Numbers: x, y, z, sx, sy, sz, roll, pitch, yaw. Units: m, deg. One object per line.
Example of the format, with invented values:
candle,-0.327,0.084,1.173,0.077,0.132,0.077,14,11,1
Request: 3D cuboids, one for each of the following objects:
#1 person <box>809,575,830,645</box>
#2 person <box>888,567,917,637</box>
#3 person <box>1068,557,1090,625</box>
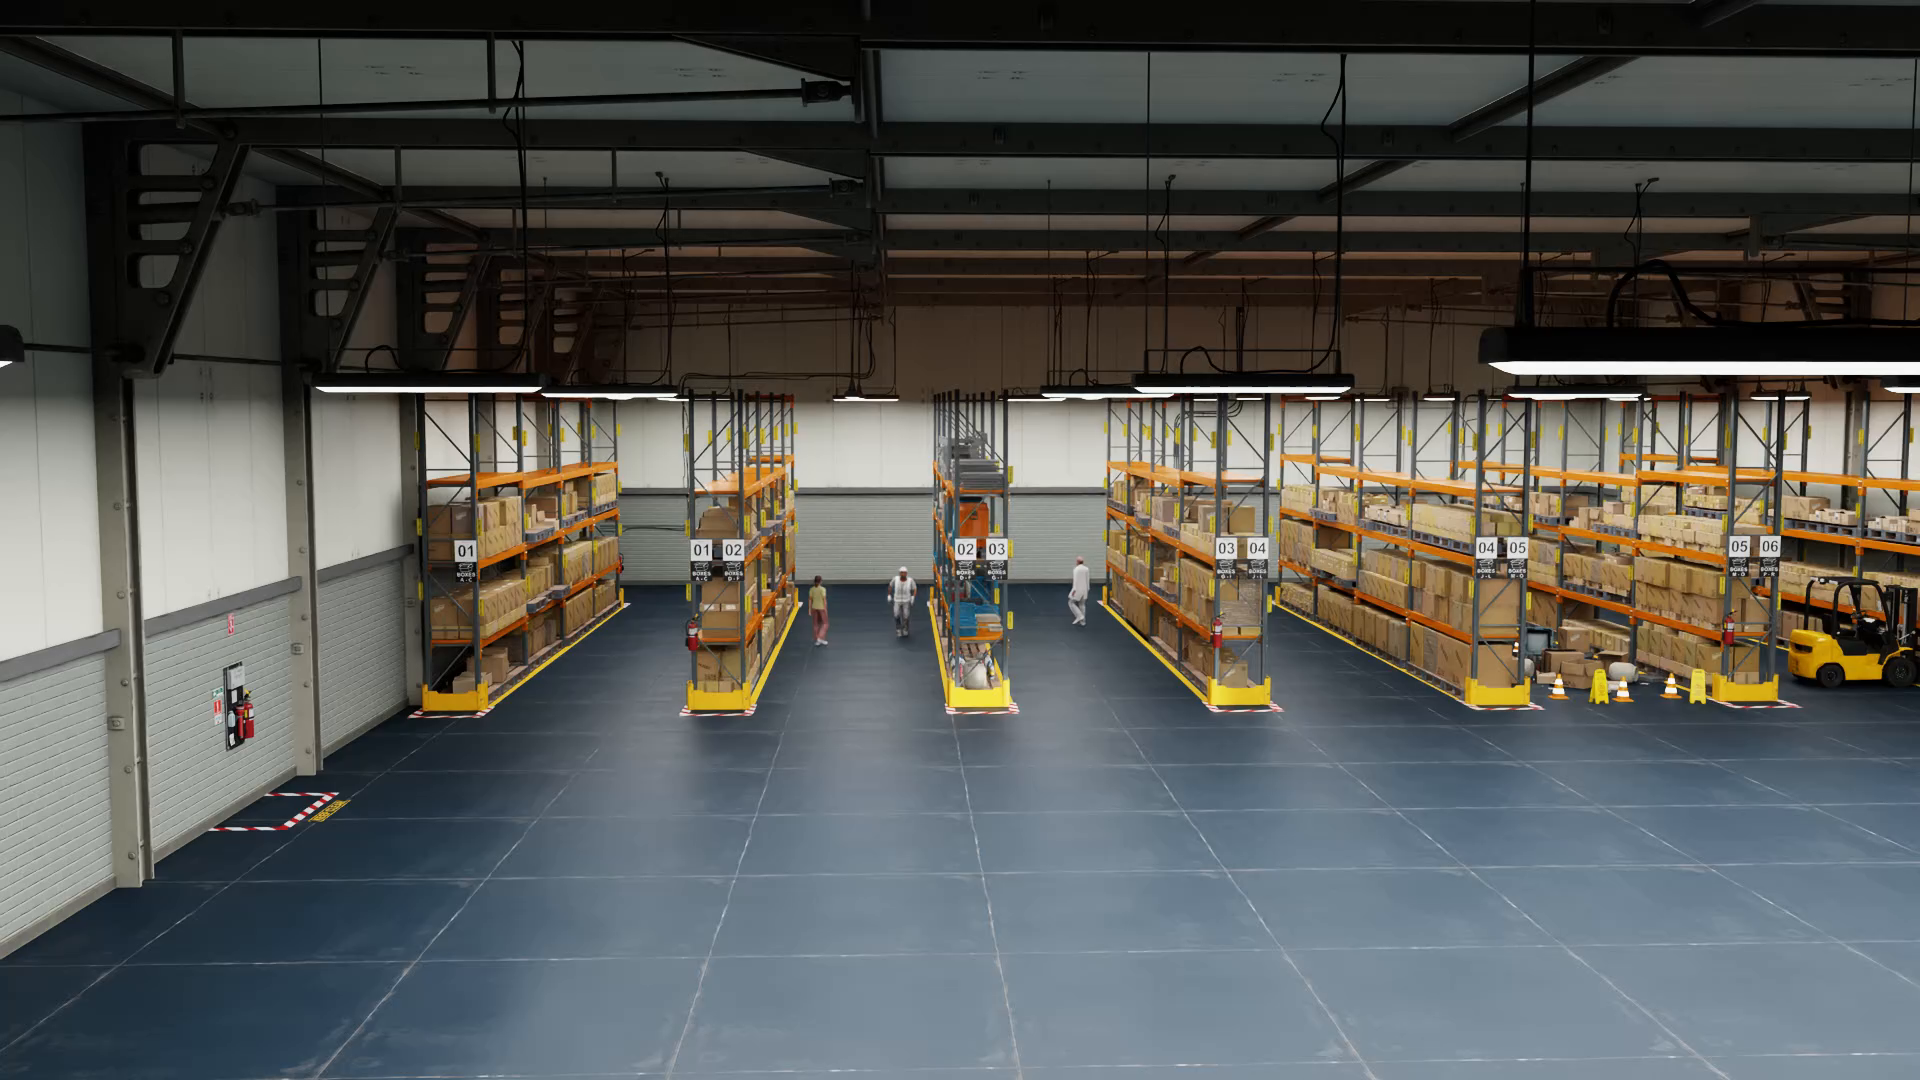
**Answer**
person,-3.365,1.675,39.499,0.501,1.668,0.507,2,5,23
person,-1.425,1.533,41.009,0.740,1.766,0.749,0,5,2
person,3.131,1.319,43.097,0.638,1.779,0.539,-4,6,-43
